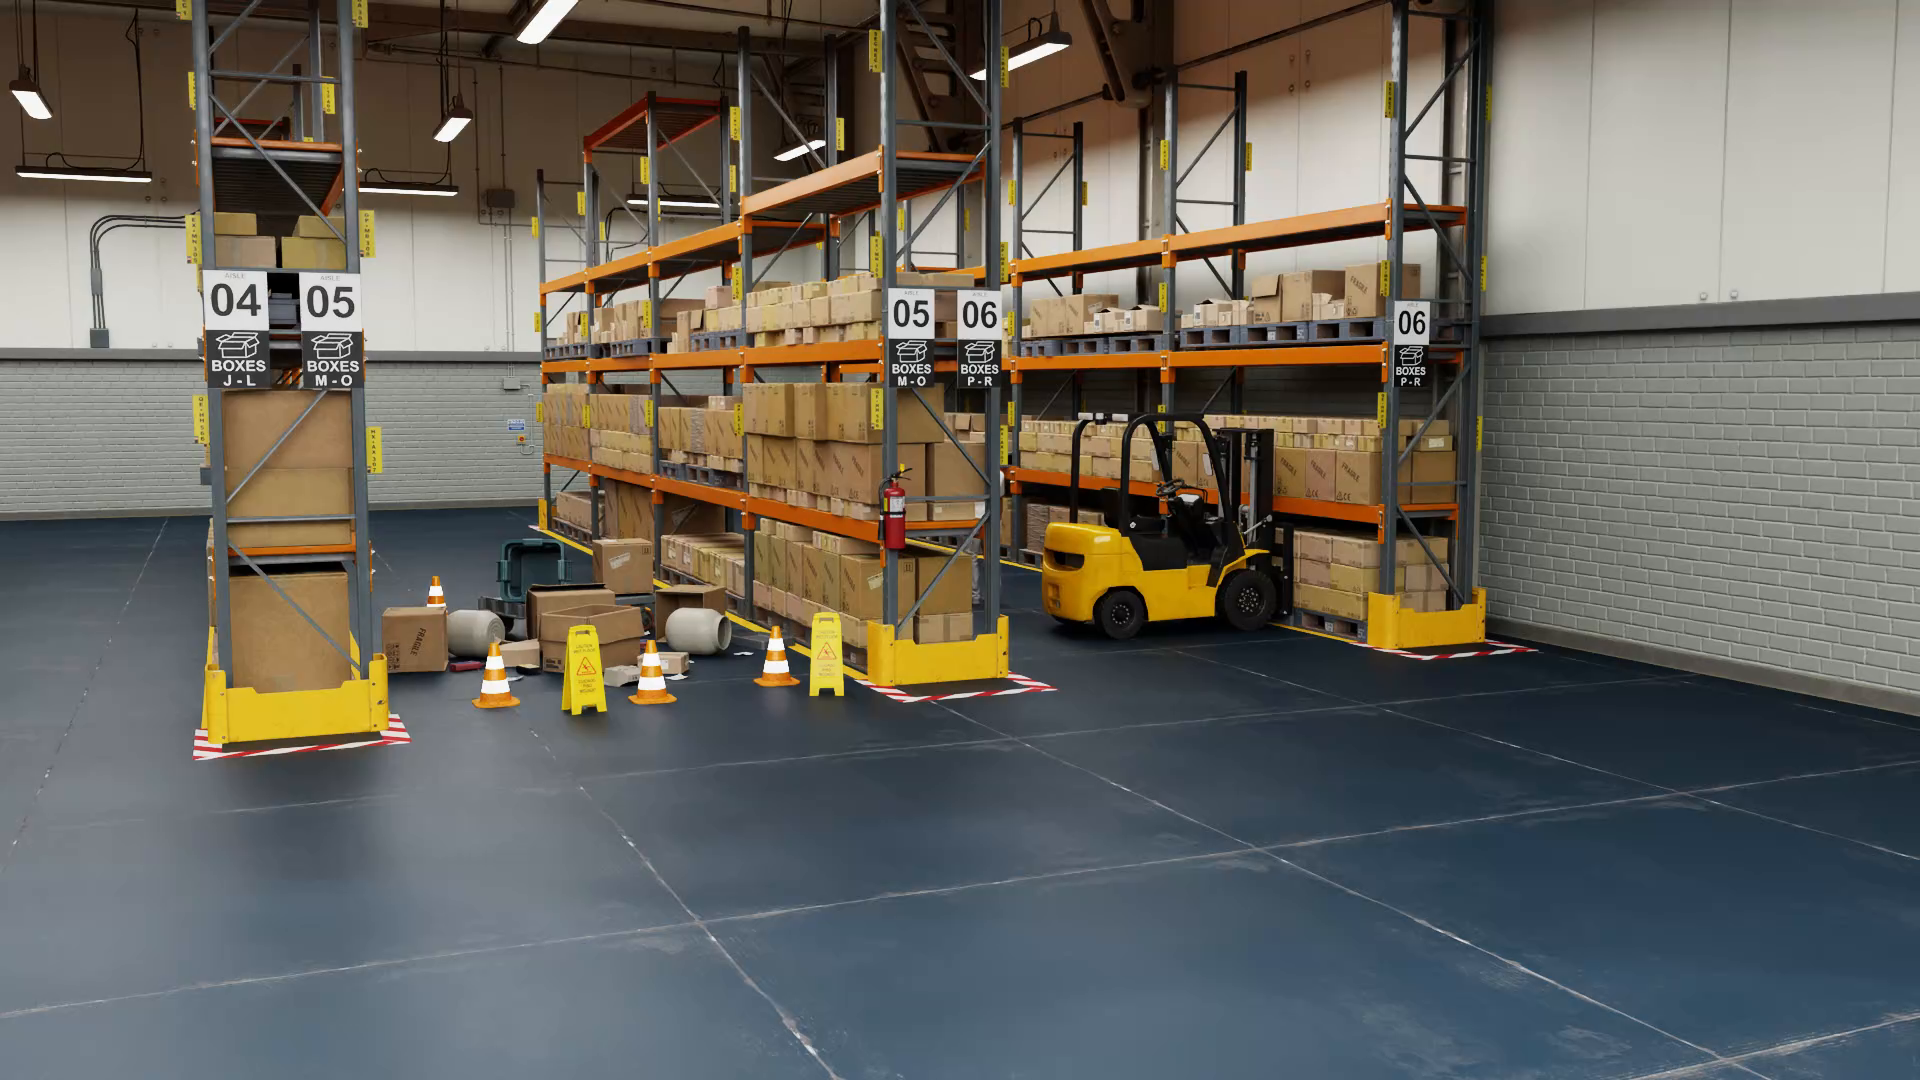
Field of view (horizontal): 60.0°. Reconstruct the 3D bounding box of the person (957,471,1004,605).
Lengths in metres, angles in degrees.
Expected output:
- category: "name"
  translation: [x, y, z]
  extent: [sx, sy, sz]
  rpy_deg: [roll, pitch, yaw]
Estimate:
- category: "person"
  translation: [0.215, -0.176, 18.549]
  extent: [0.553, 1.769, 0.373]
  rpy_deg: [-2, 6, -23]
